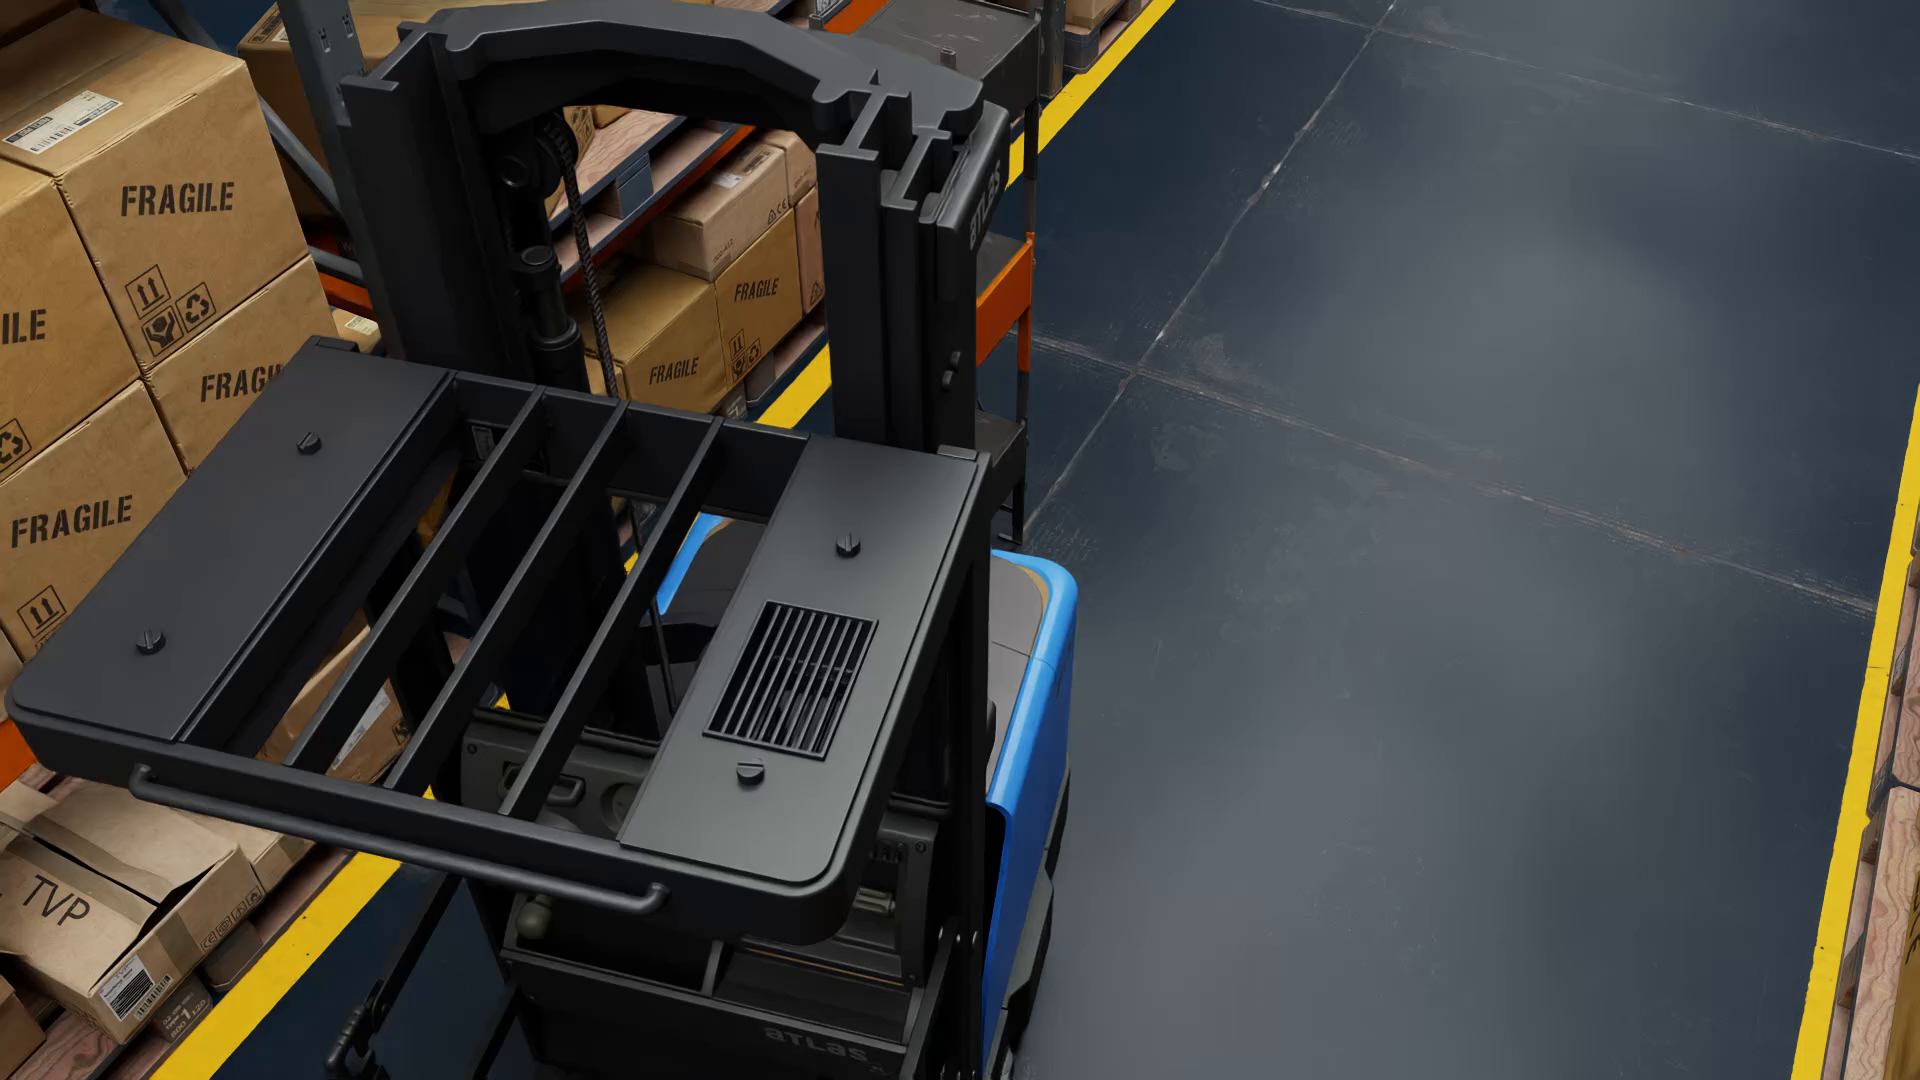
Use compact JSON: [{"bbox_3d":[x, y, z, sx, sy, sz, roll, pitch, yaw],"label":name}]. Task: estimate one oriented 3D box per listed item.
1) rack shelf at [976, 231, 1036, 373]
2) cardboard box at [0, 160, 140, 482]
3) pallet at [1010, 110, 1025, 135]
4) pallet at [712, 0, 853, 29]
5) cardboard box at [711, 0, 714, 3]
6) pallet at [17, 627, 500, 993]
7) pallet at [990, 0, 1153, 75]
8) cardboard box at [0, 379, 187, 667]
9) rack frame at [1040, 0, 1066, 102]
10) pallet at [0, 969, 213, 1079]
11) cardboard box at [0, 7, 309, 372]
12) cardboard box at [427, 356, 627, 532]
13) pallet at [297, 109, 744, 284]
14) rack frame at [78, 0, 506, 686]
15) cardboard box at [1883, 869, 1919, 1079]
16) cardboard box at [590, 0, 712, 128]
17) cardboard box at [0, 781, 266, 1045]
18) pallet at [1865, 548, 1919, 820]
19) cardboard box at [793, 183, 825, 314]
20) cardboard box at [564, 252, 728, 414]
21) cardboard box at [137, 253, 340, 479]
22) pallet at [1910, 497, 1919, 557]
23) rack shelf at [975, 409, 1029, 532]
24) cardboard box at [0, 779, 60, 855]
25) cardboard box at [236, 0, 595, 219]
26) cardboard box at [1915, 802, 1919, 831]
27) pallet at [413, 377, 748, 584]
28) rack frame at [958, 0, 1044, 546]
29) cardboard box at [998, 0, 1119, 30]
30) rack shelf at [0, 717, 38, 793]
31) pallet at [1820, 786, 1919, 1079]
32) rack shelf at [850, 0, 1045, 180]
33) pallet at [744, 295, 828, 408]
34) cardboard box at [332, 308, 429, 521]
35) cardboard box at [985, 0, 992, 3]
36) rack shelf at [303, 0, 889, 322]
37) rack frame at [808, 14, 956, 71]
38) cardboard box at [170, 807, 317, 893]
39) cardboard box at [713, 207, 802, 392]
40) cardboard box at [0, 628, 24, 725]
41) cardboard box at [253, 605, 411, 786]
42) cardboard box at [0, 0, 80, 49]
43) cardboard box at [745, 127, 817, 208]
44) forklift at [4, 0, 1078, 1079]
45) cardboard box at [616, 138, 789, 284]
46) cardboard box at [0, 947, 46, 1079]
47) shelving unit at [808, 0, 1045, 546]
[{"bbox_3d":[-0.077,-0.624,4.910,0.431,0.518,0.480,20,49,19],"label":"rack shelf"},{"bbox_3d":[-2.086,-0.448,3.310,0.500,0.500,0.500,20,49,18],"label":"cardboard box"},{"bbox_3d":[-0.368,-1.871,7.451,1.003,0.211,1.213,20,49,19],"label":"pallet"},{"bbox_3d":[-0.887,-2.015,5.767,1.003,0.211,1.213,20,49,19],"label":"pallet"},{"bbox_3d":[-1.079,-2.105,5.356,0.700,0.500,0.500,9,46,9],"label":"cardboard box"},{"bbox_3d":[-2.164,0.624,4.985,1.003,0.211,1.213,20,49,19],"label":"pallet"},{"bbox_3d":[0.429,-2.834,8.403,1.003,0.211,1.213,20,49,19],"label":"pallet"},{"bbox_3d":[-2.088,-0.099,3.669,0.500,0.500,0.500,22,49,20],"label":"cardboard box"},{"bbox_3d":[0.012,-3.309,6.911,1.000,3.000,0.127,20,49,19],"label":"rack frame"},{"bbox_3d":[-2.730,1.395,4.223,1.003,0.211,1.213,20,49,19],"label":"pallet"},{"bbox_3d":[-1.850,-0.772,3.630,0.500,0.500,0.500,21,49,19],"label":"cardboard box"},{"bbox_3d":[-1.404,-0.289,5.375,0.500,0.500,0.500,18,48,17],"label":"cardboard box"},{"bbox_3d":[-1.377,-1.189,4.951,1.003,0.211,1.213,20,49,19],"label":"pallet"},{"bbox_3d":[-1.845,-0.789,4.421,1.000,3.000,0.127,20,49,19],"label":"rack frame"},{"bbox_3d":[2.731,1.000,3.869,0.750,0.750,0.750,21,49,19],"label":"cardboard box"},{"bbox_3d":[-1.164,-1.650,4.907,0.700,0.500,0.500,28,52,25],"label":"cardboard box"},{"bbox_3d":[-2.206,0.927,4.306,0.500,0.311,0.500,20,49,19],"label":"cardboard box"},{"bbox_3d":[3.401,0.542,5.066,1.003,0.211,1.213,20,49,19],"label":"pallet"},{"bbox_3d":[-0.693,-1.260,6.334,0.500,0.500,0.500,19,48,18],"label":"cardboard box"},{"bbox_3d":[-1.167,-0.629,5.711,0.500,0.500,0.500,21,49,20],"label":"cardboard box"},{"bbox_3d":[-1.850,-0.424,3.990,0.500,0.500,0.500,21,49,20],"label":"cardboard box"},{"bbox_3d":[3.969,-0.224,5.823,1.003,0.211,1.213,20,49,19],"label":"pallet"},{"bbox_3d":[-0.077,-0.132,5.408,0.431,0.518,0.480,20,49,19],"label":"rack shelf"},{"bbox_3d":[-2.624,0.794,4.539,0.380,0.166,0.250,20,49,19],"label":"cardboard box"},{"bbox_3d":[-1.427,-1.196,4.458,0.700,0.500,0.500,6,46,6],"label":"cardboard box"},{"bbox_3d":[3.141,0.439,4.423,0.750,0.750,0.750,22,49,20],"label":"cardboard box"},{"bbox_3d":[-1.501,-0.334,5.931,1.003,0.211,1.213,20,49,19],"label":"pallet"},{"bbox_3d":[0.036,-0.788,5.052,0.400,2.100,0.015,20,49,19],"label":"rack frame"},{"bbox_3d":[0.515,-2.723,7.970,0.500,0.250,0.500,20,49,19],"label":"cardboard box"},{"bbox_3d":[-2.773,0.724,3.431,1.077,0.370,4.000,20,49,19],"label":"rack shelf"},{"bbox_3d":[2.836,1.313,4.303,1.003,0.211,1.213,20,49,19],"label":"pallet"},{"bbox_3d":[-0.077,-1.116,4.412,0.431,0.518,0.480,20,49,19],"label":"rack shelf"},{"bbox_3d":[-0.936,-1.105,6.694,1.003,0.211,1.213,20,49,19],"label":"pallet"},{"bbox_3d":[-1.870,-0.470,5.554,0.500,0.500,0.500,20,49,19],"label":"cardboard box"},{"bbox_3d":[0.040,-2.902,8.147,0.500,0.250,0.500,22,49,20],"label":"cardboard box"},{"bbox_3d":[-0.916,-1.796,5.922,1.077,0.370,4.000,20,49,19],"label":"rack shelf"},{"bbox_3d":[-0.190,-0.480,4.748,0.400,2.100,0.015,20,49,19],"label":"rack frame"},{"bbox_3d":[-1.979,0.767,4.578,0.380,0.149,0.250,20,49,19],"label":"cardboard box"},{"bbox_3d":[-0.928,-0.941,6.019,0.500,0.500,0.500,21,49,20],"label":"cardboard box"},{"bbox_3d":[-2.324,0.225,3.348,0.500,0.500,0.500,22,49,20],"label":"cardboard box"},{"bbox_3d":[-1.858,0.388,4.706,0.500,0.500,0.500,20,49,19],"label":"cardboard box"},{"bbox_3d":[-2.313,-0.972,3.828,0.500,0.500,0.500,22,49,20],"label":"cardboard box"},{"bbox_3d":[-0.708,-1.499,6.043,0.500,0.250,0.500,20,49,18],"label":"cardboard box"},{"bbox_3d":[-0.555,0.712,2.986,1.130,2.935,3.031,10,46,10],"label":"forklift"},{"bbox_3d":[-0.940,-1.183,5.731,0.500,0.250,0.500,21,49,19],"label":"cardboard box"},{"bbox_3d":[-2.712,1.119,3.981,0.797,0.503,0.637,20,49,19],"label":"cardboard box"},{"bbox_3d":[-0.077,-0.634,4.900,0.431,2.100,0.503,20,49,19],"label":"shelving unit"}]
